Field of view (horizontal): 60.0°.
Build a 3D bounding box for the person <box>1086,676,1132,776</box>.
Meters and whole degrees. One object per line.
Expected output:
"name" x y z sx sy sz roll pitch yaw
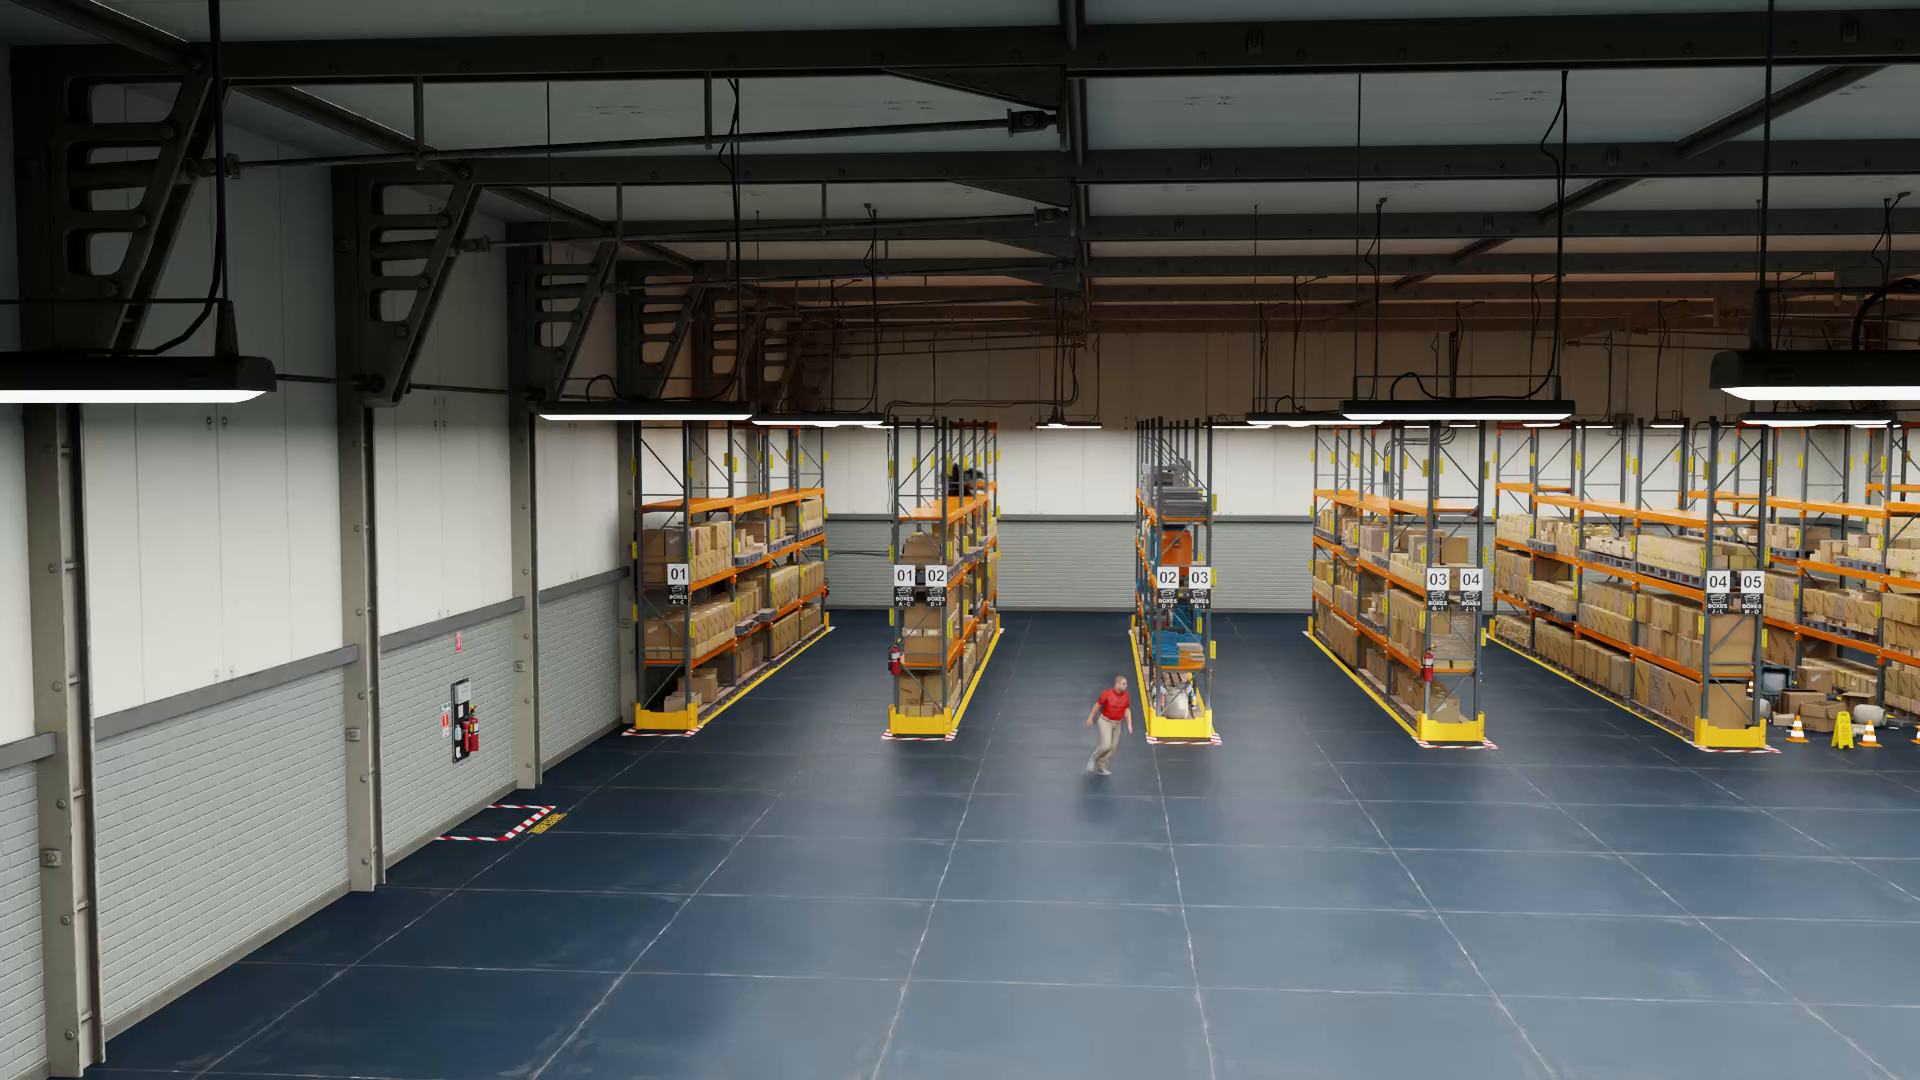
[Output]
"person" 2.486 3.084 27.662 0.693 1.680 0.578 -2 4 -33
